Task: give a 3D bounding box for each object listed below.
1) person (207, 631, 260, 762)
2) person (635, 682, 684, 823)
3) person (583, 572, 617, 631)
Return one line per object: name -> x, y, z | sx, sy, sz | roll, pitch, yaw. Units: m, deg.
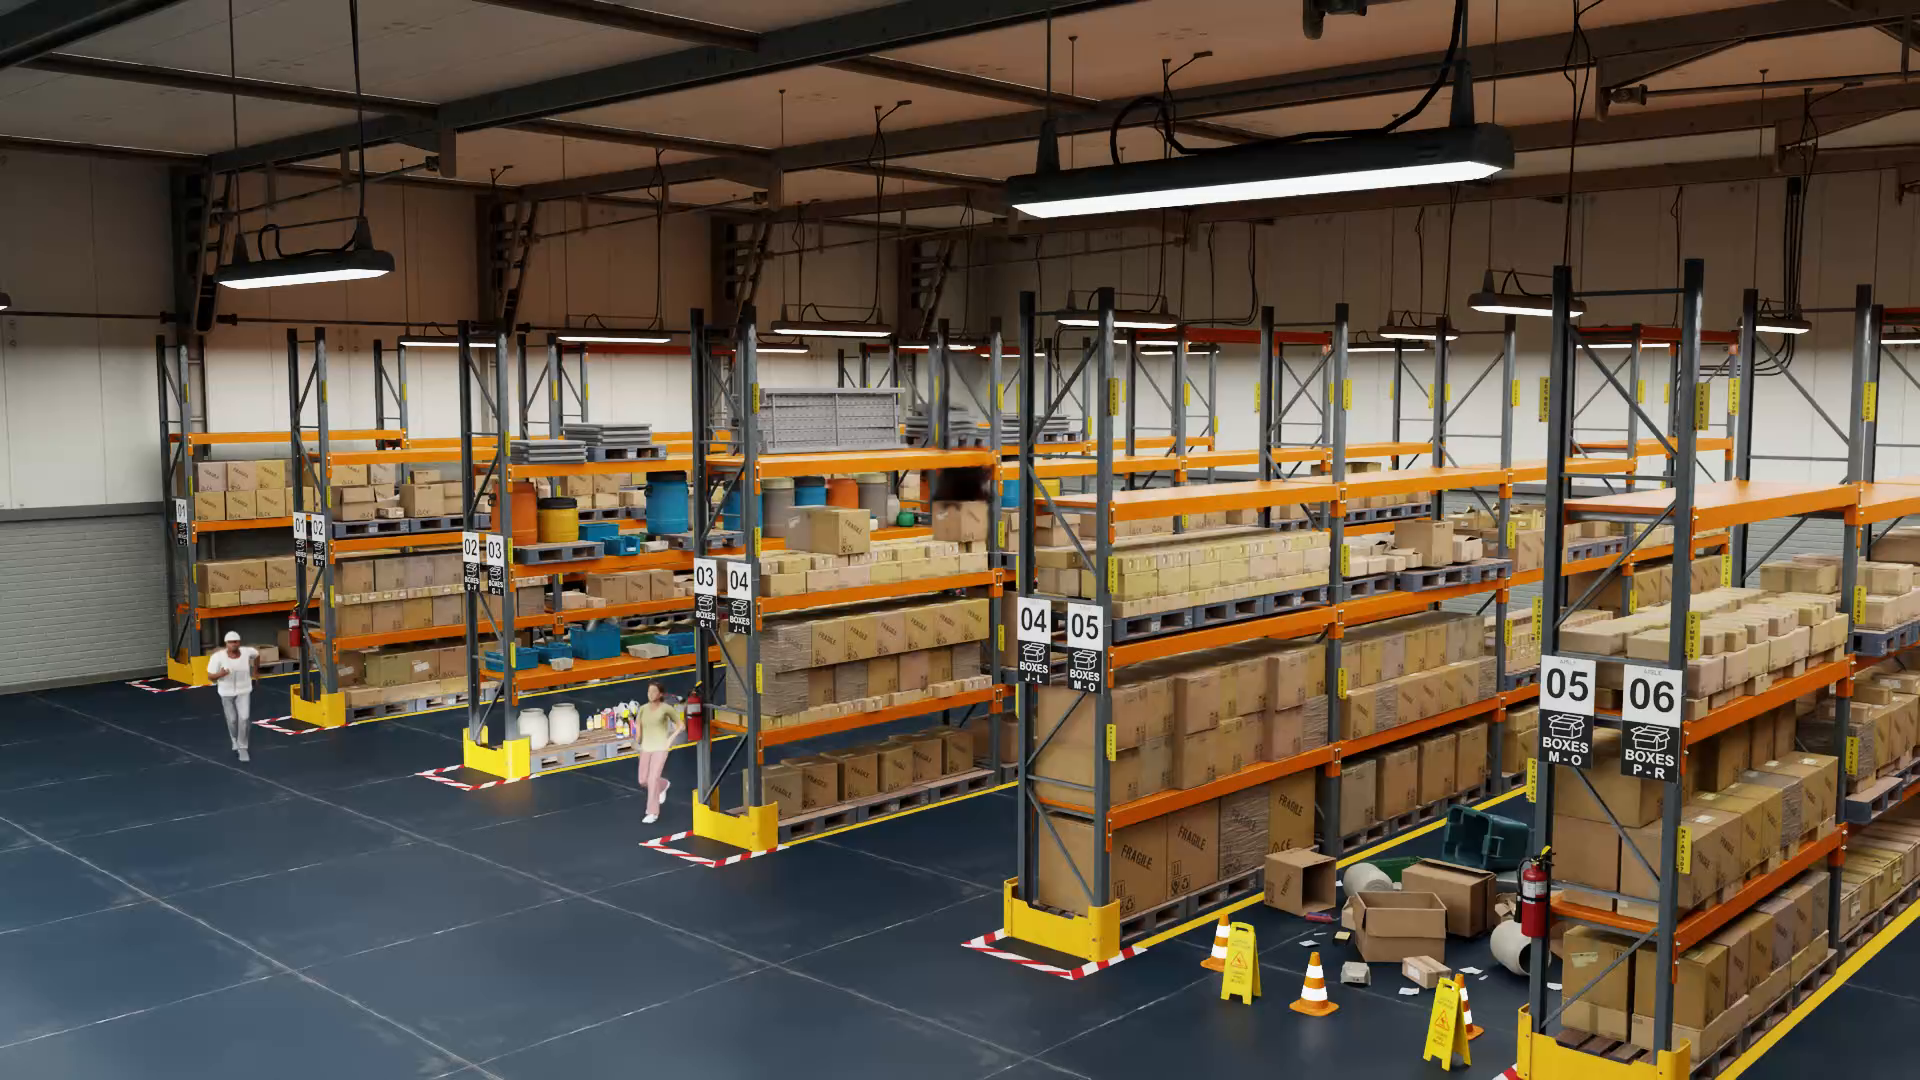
person -> -10.012, 2.153, 22.965 | 0.674, 1.833, 0.861 | -2, 6, -22
person -> -3.603, 2.495, 19.814 | 0.586, 1.633, 0.753 | 2, 6, 17
person -> -6.613, 1.435, 31.065 | 0.752, 1.744, 1.056 | 5, 7, 41
